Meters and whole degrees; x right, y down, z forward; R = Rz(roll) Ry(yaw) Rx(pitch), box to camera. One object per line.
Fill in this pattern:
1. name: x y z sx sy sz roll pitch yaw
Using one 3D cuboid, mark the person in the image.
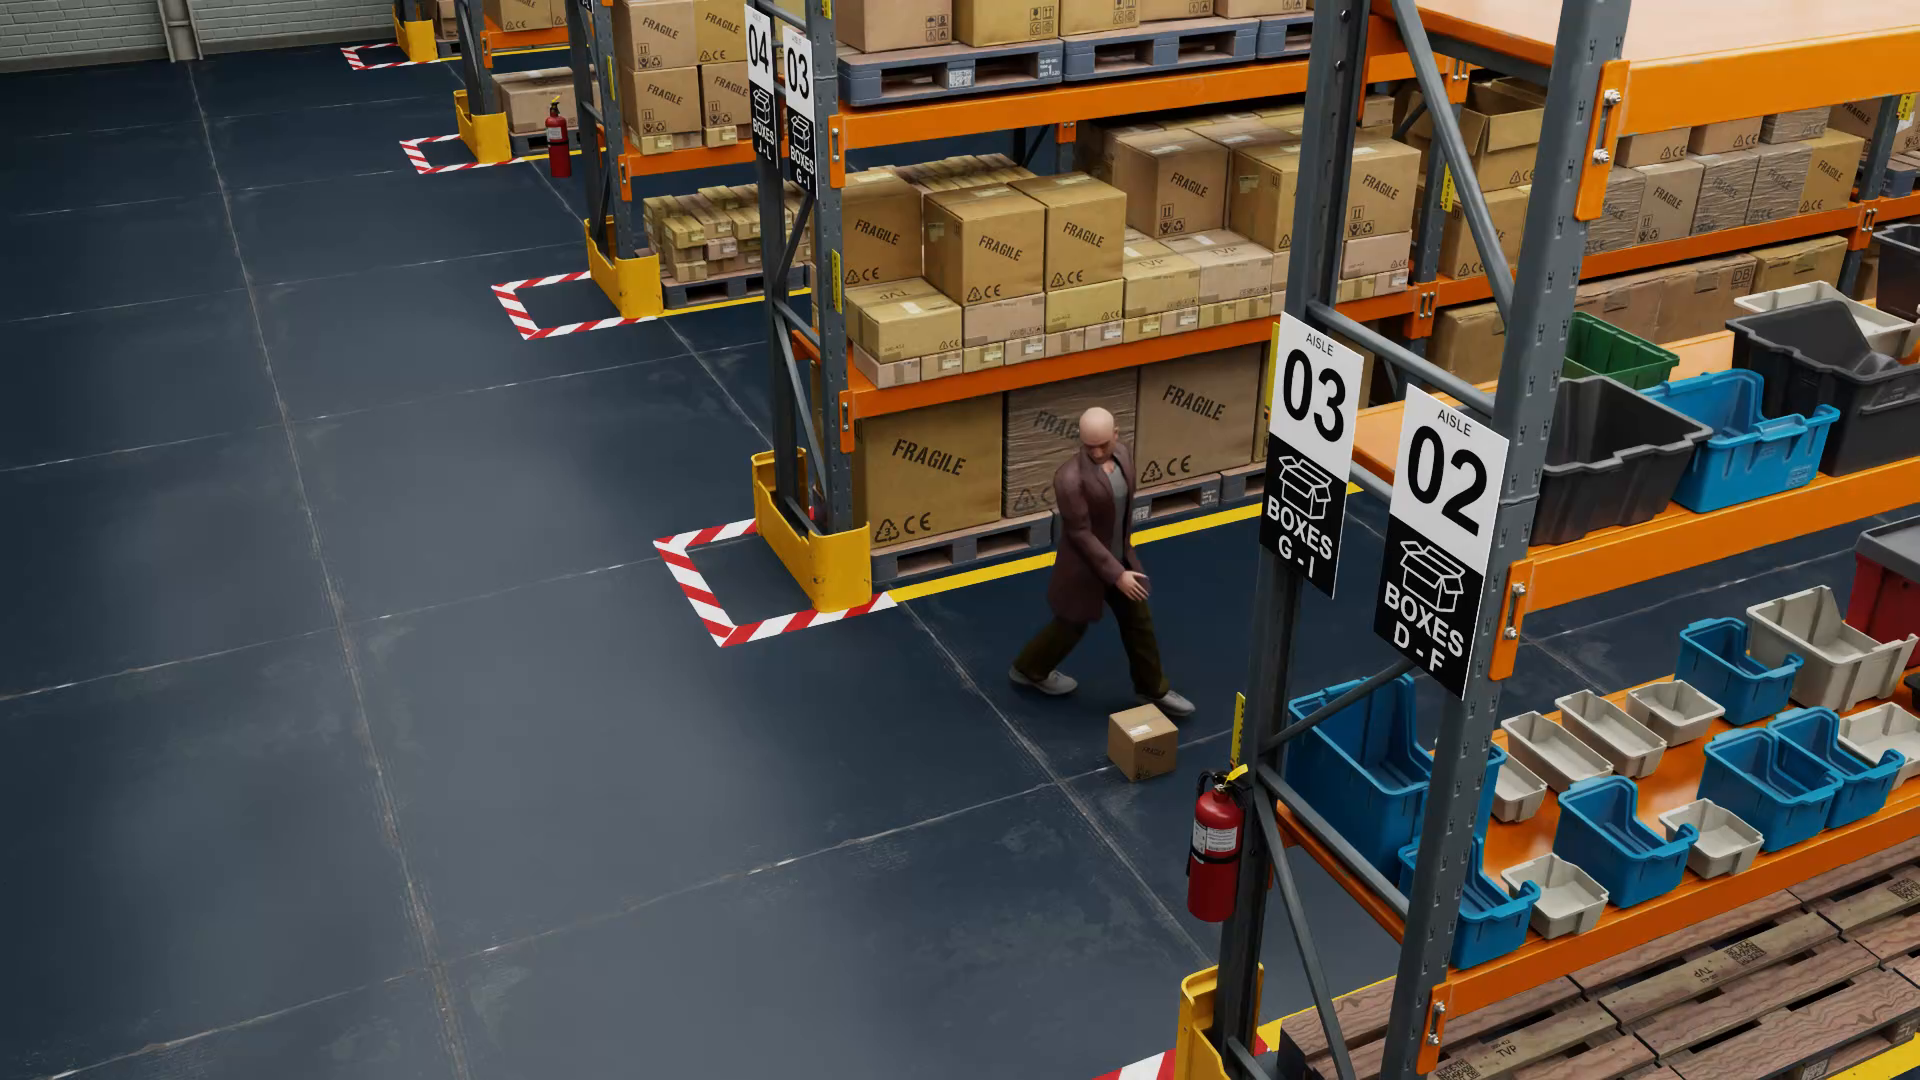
1. person: 0.707 0.110 8.289 0.597 1.738 0.902 -25 37 -37
